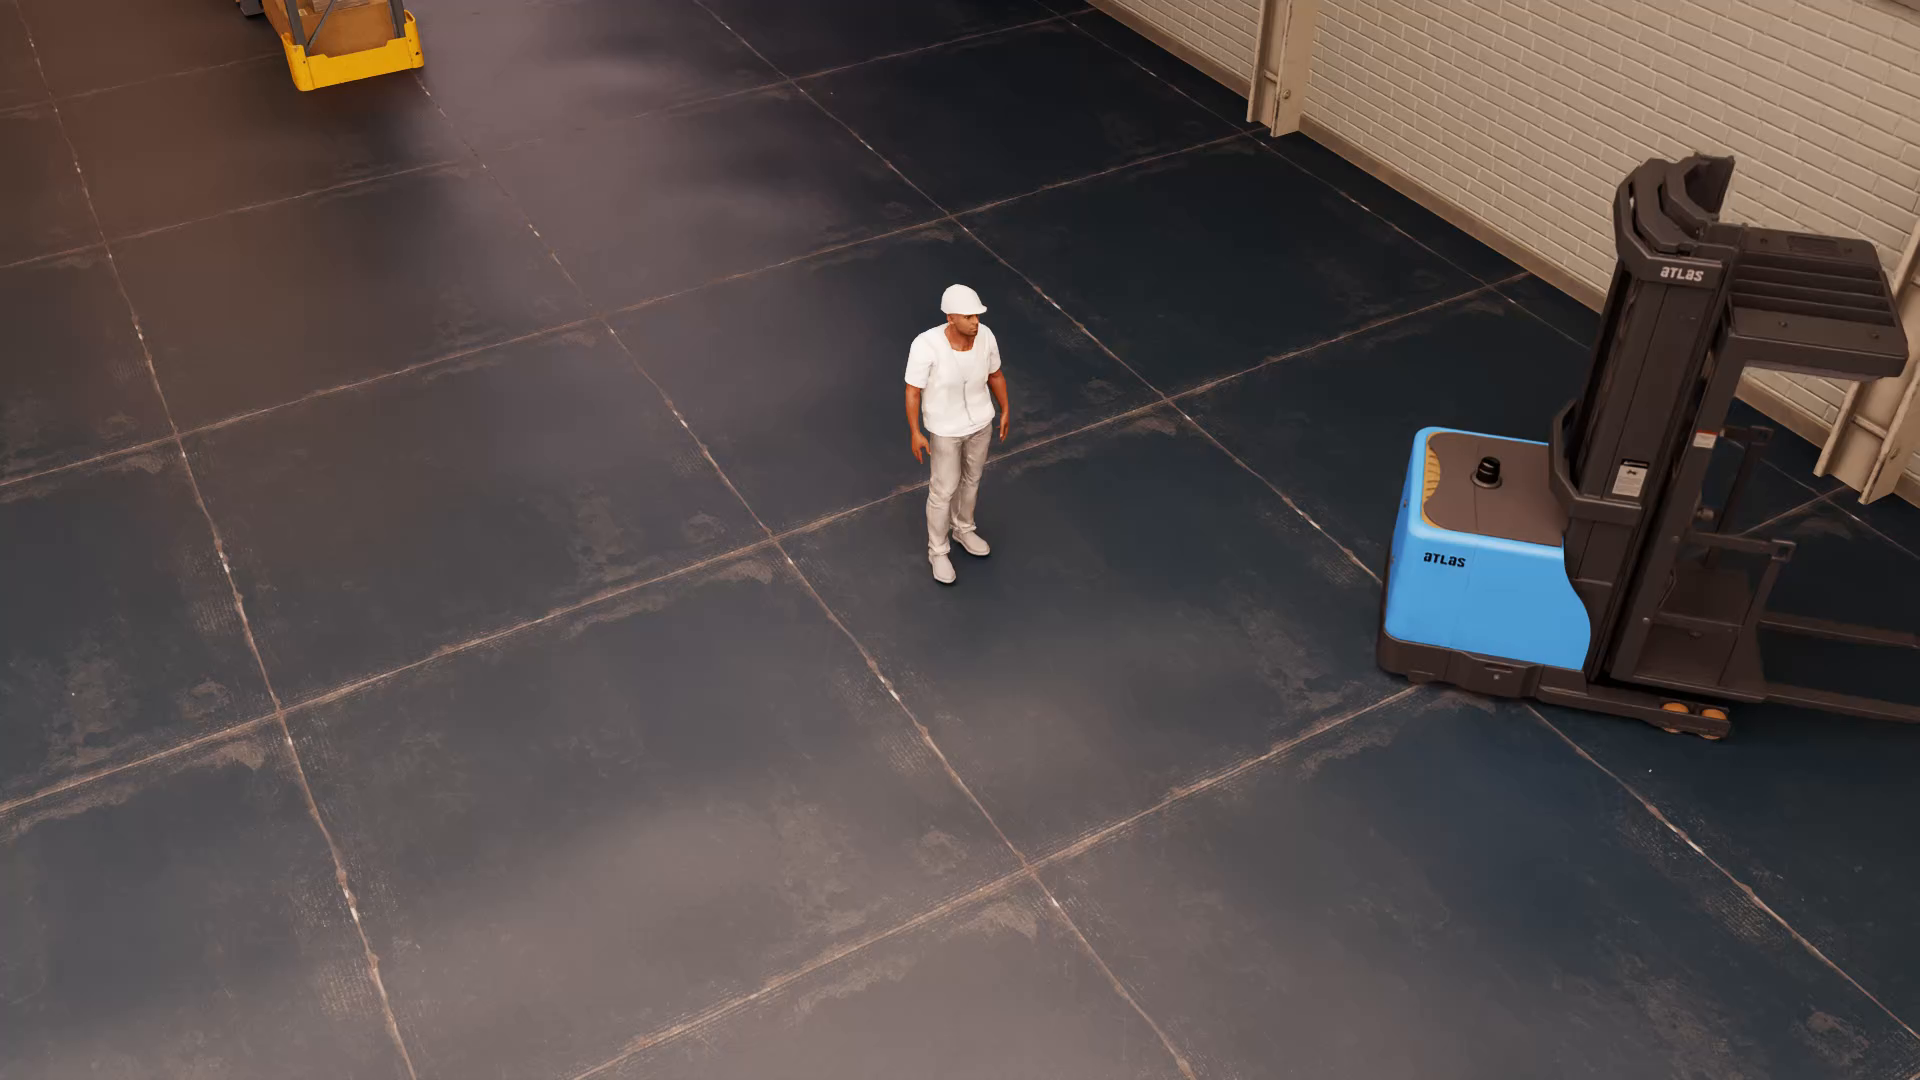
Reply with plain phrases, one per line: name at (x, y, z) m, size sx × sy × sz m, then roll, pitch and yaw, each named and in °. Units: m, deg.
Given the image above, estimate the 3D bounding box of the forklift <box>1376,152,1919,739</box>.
forklift at (3.928, -0.425, 8.548) m, size 3.031 × 2.935 × 1.130 m, roll 9°, pitch 41°, yaw 11°

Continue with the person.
person at (0.029, -0.645, 9.715) m, size 0.665 × 1.766 × 0.576 m, roll -20°, pitch 44°, yaw -23°
